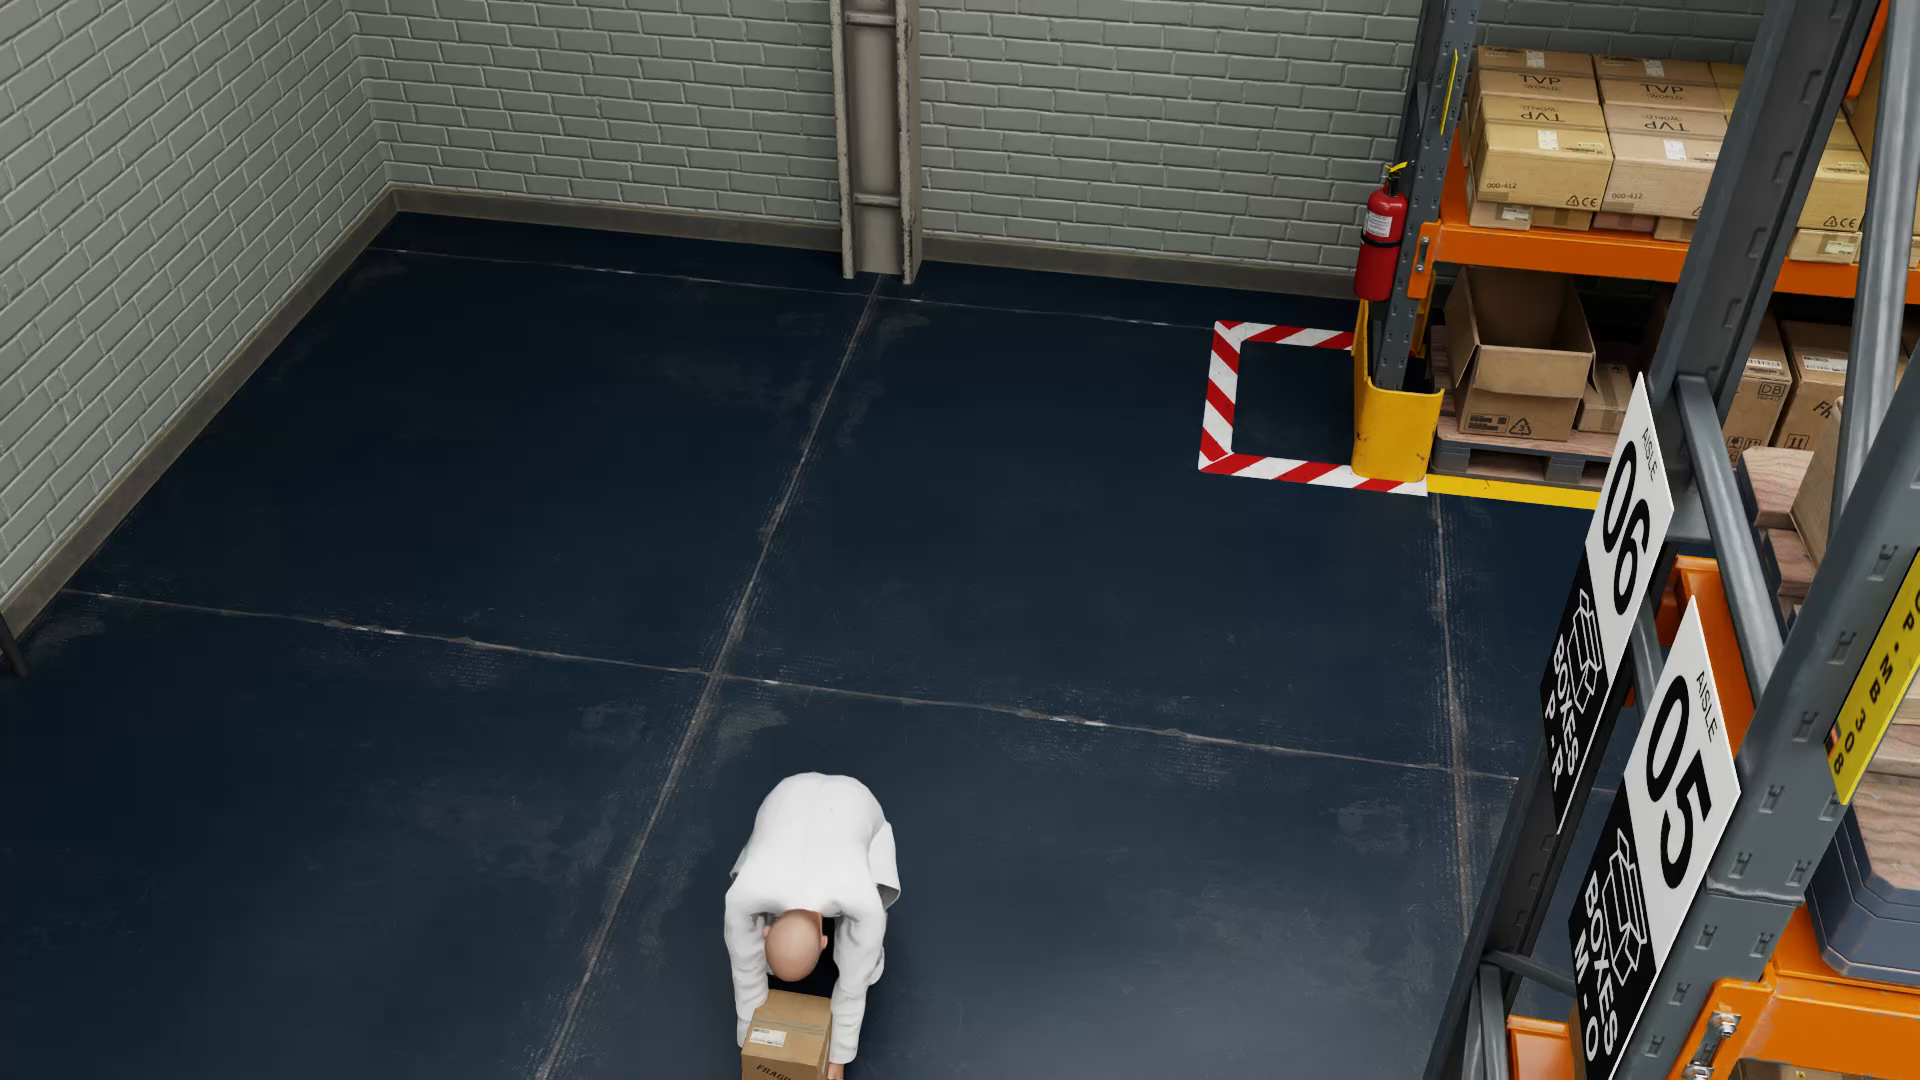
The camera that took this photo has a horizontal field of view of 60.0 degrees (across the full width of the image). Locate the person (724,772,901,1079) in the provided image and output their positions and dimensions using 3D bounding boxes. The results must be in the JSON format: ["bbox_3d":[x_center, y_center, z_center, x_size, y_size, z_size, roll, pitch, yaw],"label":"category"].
[{"bbox_3d":[-0.493,1.232,5.496,0.577,0.829,0.932,6,40,7],"label":"person"}]
